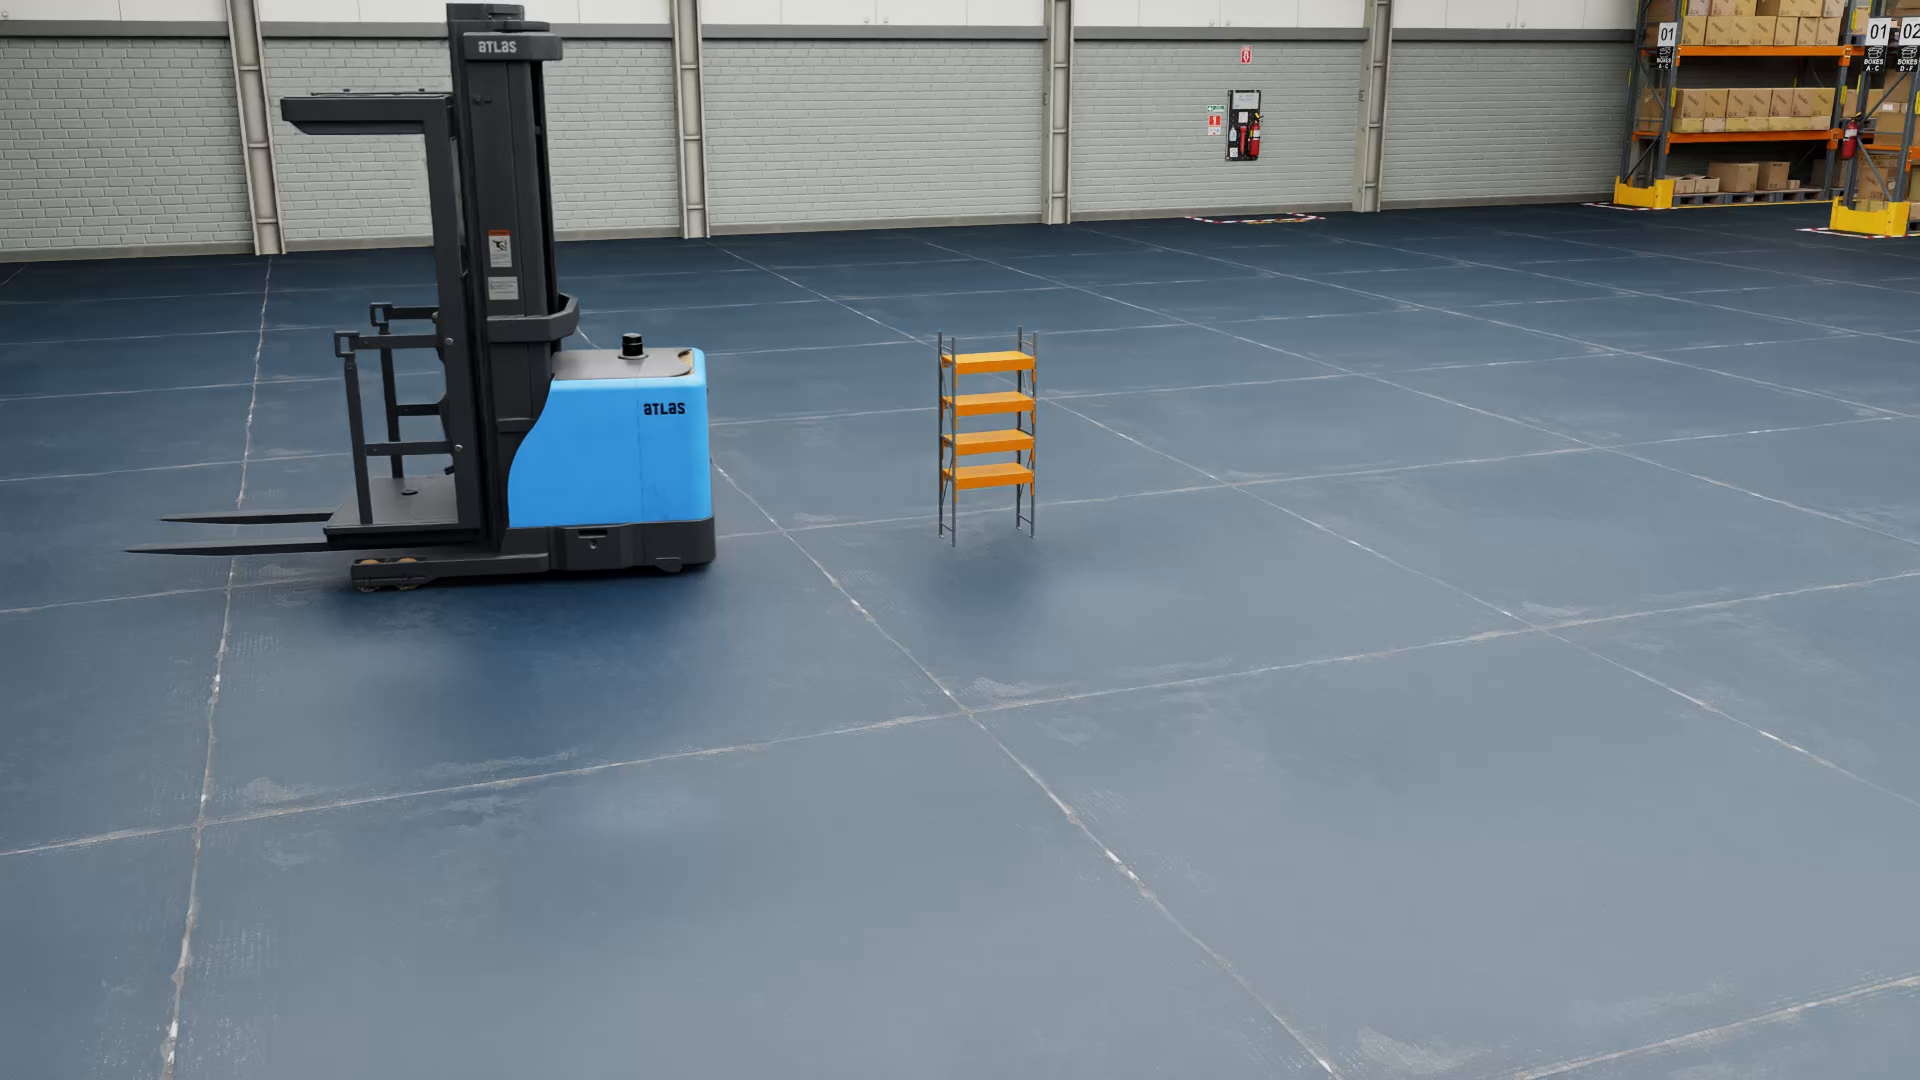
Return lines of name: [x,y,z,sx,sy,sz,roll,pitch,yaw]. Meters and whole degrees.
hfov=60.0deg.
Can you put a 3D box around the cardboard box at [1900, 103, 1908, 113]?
cardboard box: [14.653,-6.608,25.447,0.250,0.149,0.380,-6,18,-20]

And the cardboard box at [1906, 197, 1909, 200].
cardboard box: [15.067,-5.333,26.571,0.500,0.250,0.500,-6,17,-20]

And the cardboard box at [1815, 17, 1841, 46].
cardboard box: [15.783,-9.352,30.586,0.500,0.500,0.500,-6,17,-19]

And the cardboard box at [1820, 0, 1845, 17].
cardboard box: [15.798,-9.827,30.426,0.500,0.500,0.500,-8,18,-25]

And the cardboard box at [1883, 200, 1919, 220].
cardboard box: [14.790,-5.143,25.924,0.500,0.250,0.500,-6,17,-20]

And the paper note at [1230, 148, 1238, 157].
paper note: [4.664,-6.600,28.314,0.142,0.148,0.016,-6,17,-20]

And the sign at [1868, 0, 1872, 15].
sign: [14.029,-8.236,25.566,0.005,0.325,0.100,-6,17,-20]

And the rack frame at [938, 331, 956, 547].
rack frame: [-0.073,-0.568,9.402,0.015,1.200,0.240,-6,17,-20]

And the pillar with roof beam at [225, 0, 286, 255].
pillar with roof beam: [-8.093,-7.193,18.121,0.400,9.000,9.100,-6,17,-20]

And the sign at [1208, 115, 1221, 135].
sign: [4.301,-7.011,28.087,0.234,0.329,0.001,-6,17,-20]

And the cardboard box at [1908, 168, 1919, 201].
cardboard box: [15.256,-5.554,25.992,0.500,0.500,0.500,-6,17,-20]

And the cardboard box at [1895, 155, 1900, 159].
cardboard box: [18.217,-7.566,32.365,0.500,0.250,0.500,-6,17,-20]

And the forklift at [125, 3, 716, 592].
forklift: [-2.887,-1.295,8.808,3.031,2.935,1.130,-3,17,-9]

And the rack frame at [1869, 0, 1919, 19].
rack frame: [14.210,-9.144,24.766,0.127,3.000,1.000,-6,17,-20]

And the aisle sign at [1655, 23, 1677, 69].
aisle sign: [12.474,-8.730,29.388,0.004,0.787,0.394,-6,17,-20]

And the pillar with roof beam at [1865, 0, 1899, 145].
pillar with roof beam: [19.921,-10.217,28.421,0.400,9.000,9.100,-6,17,-20]

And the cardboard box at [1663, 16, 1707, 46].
cardboard box: [12.836,-9.033,29.499,0.500,0.500,0.500,-6,17,-19]

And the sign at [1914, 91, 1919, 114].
sign: [14.403,-6.572,24.979,0.005,0.325,0.100,-6,17,-20]

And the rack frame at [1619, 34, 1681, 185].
rack frame: [12.434,-7.569,30.048,0.127,3.000,1.000,-6,17,-20]

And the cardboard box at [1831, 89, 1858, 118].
cardboard box: [16.656,-8.273,31.490,0.500,0.500,0.700,-6,17,-20]

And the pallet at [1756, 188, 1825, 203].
pallet: [15.554,-6.557,31.552,1.213,0.211,1.003,-6,17,-20]

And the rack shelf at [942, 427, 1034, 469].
rack shelf: [0.155,-0.528,9.505,0.480,0.148,0.258,-6,17,-20]

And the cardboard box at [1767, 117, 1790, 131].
cardboard box: [14.903,-7.679,30.655,0.500,0.250,0.500,-6,17,-20]

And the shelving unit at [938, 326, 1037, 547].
shelving unit: [0.155,-0.592,9.486,0.503,1.200,0.258,-6,17,-20]

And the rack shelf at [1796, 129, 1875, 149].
rack shelf: [18.037,-7.828,32.209,4.000,0.370,1.077,-6,17,-20]

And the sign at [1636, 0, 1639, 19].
sign: [12.254,-9.581,30.005,0.005,0.325,0.100,-6,17,-20]

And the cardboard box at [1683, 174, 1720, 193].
cardboard box: [13.644,-6.593,30.718,0.500,0.311,0.500,-5,17,-15]

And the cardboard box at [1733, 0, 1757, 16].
cardboard box: [13.841,-9.612,29.695,0.500,0.500,0.500,-6,17,-19]

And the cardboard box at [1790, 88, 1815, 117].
cardboard box: [15.374,-8.088,30.718,0.500,0.500,0.500,-6,17,-20]

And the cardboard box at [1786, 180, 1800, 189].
cardboard box: [15.680,-6.762,31.548,0.250,0.166,0.380,-9,18,-27]

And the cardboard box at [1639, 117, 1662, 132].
cardboard box: [12.801,-7.604,30.401,0.500,0.250,0.500,-6,17,-19]

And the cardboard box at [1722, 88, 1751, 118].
cardboard box: [13.937,-7.933,30.188,0.500,0.500,0.500,-7,18,-22]

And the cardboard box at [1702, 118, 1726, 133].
cardboard box: [13.483,-7.528,30.141,0.500,0.250,0.500,-7,18,-22]

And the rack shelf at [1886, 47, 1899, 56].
rack shelf: [16.077,-7.561,25.976,4.000,0.370,1.077,-6,17,-20]

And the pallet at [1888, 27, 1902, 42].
pallet: [14.879,-7.727,25.420,1.213,0.211,1.003,-6,17,-20]

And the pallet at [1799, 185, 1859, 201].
pallet: [16.895,-6.713,32.083,1.213,0.211,1.003,-6,17,-20]

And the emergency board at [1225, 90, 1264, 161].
emergency board: [4.854,-7.023,28.189,0.643,1.169,0.194,-6,17,-20]

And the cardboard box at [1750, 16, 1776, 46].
cardboard box: [14.326,-9.191,30.037,0.500,0.500,0.500,-5,17,-17]

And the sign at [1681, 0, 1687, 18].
sign: [12.628,-9.284,29.016,0.005,0.325,0.100,-6,17,-20]

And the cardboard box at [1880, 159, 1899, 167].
cardboard box: [17.806,-7.168,32.341,0.500,0.500,0.700,-6,17,-19]

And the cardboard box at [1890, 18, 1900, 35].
cardboard box: [17.283,-9.666,31.280,0.500,0.311,0.500,-6,17,-18]
